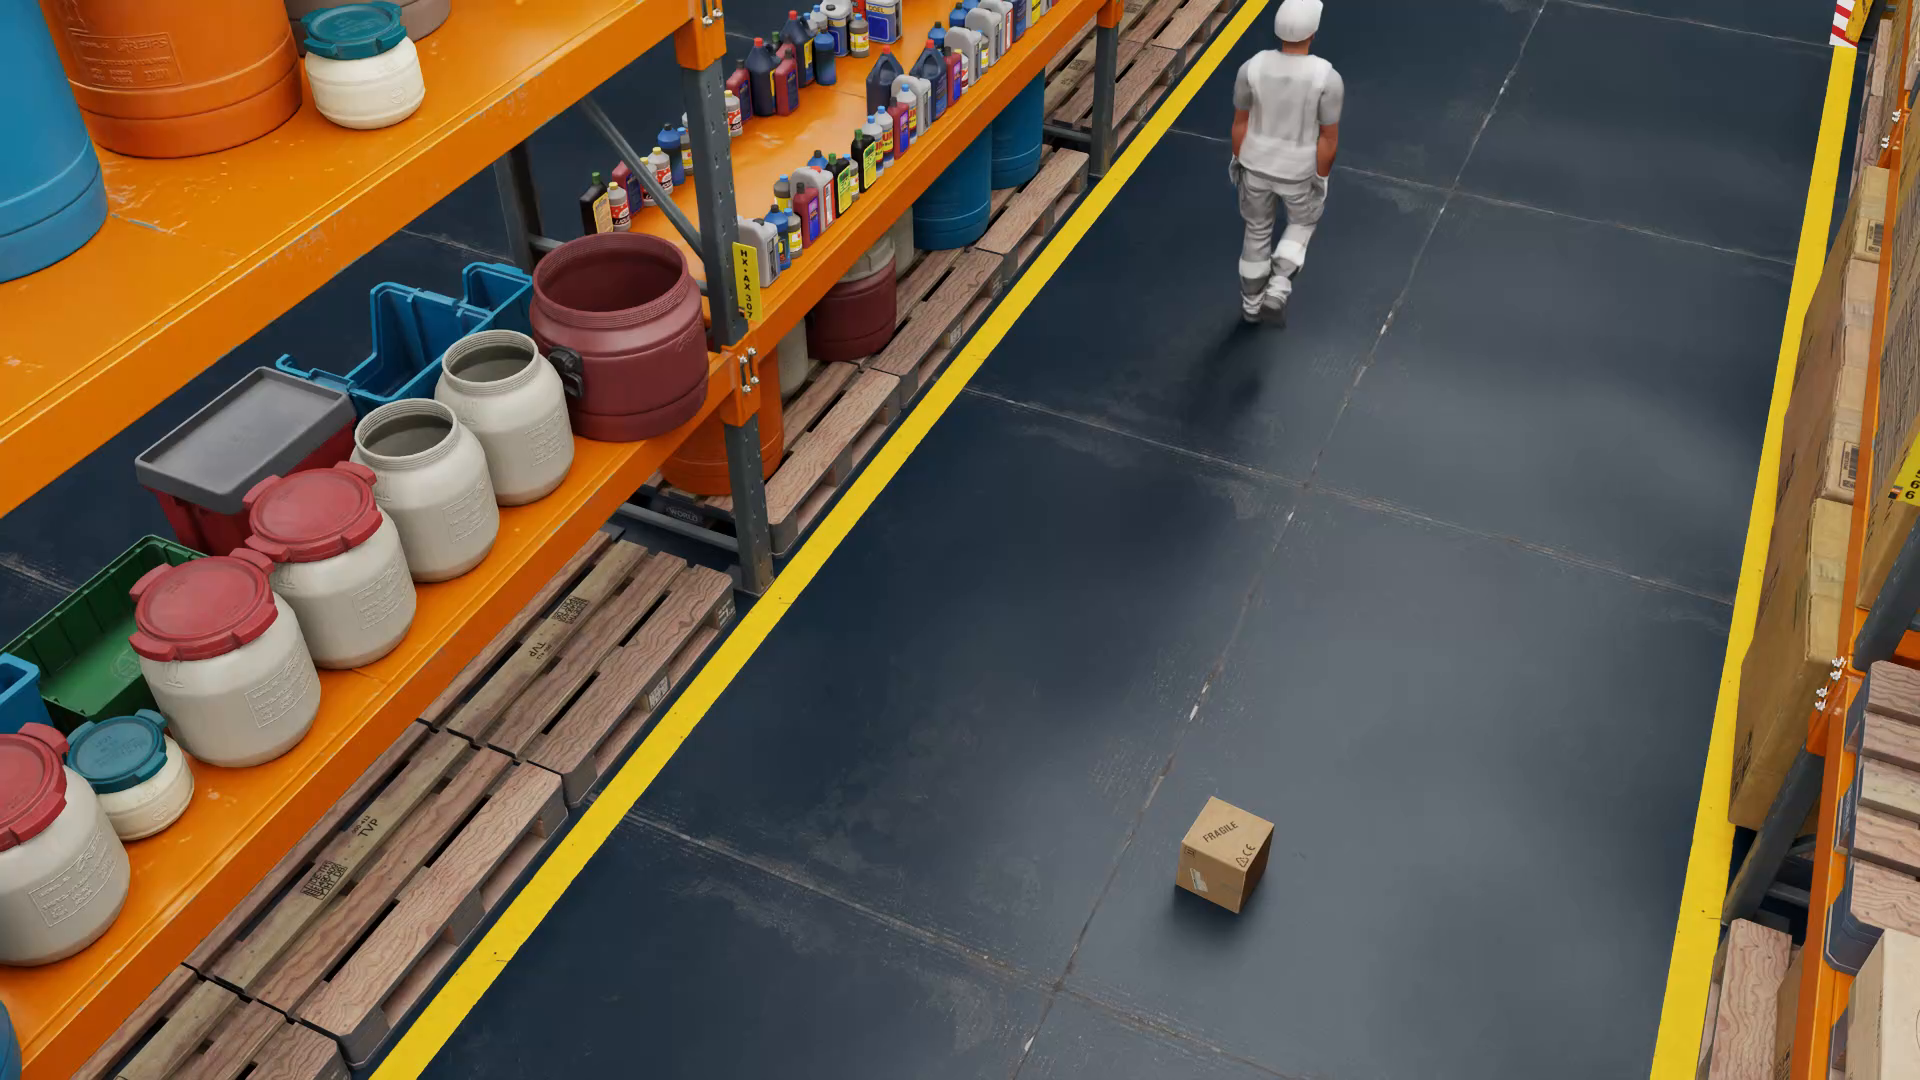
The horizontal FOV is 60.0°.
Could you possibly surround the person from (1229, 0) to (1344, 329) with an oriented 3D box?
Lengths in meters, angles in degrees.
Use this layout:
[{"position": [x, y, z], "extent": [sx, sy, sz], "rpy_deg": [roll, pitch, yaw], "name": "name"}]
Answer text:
[{"position": [1.566, -1.812, 8.154], "extent": [0.529, 1.779, 0.544], "rpy_deg": [14, 43, 15], "name": "person"}]
